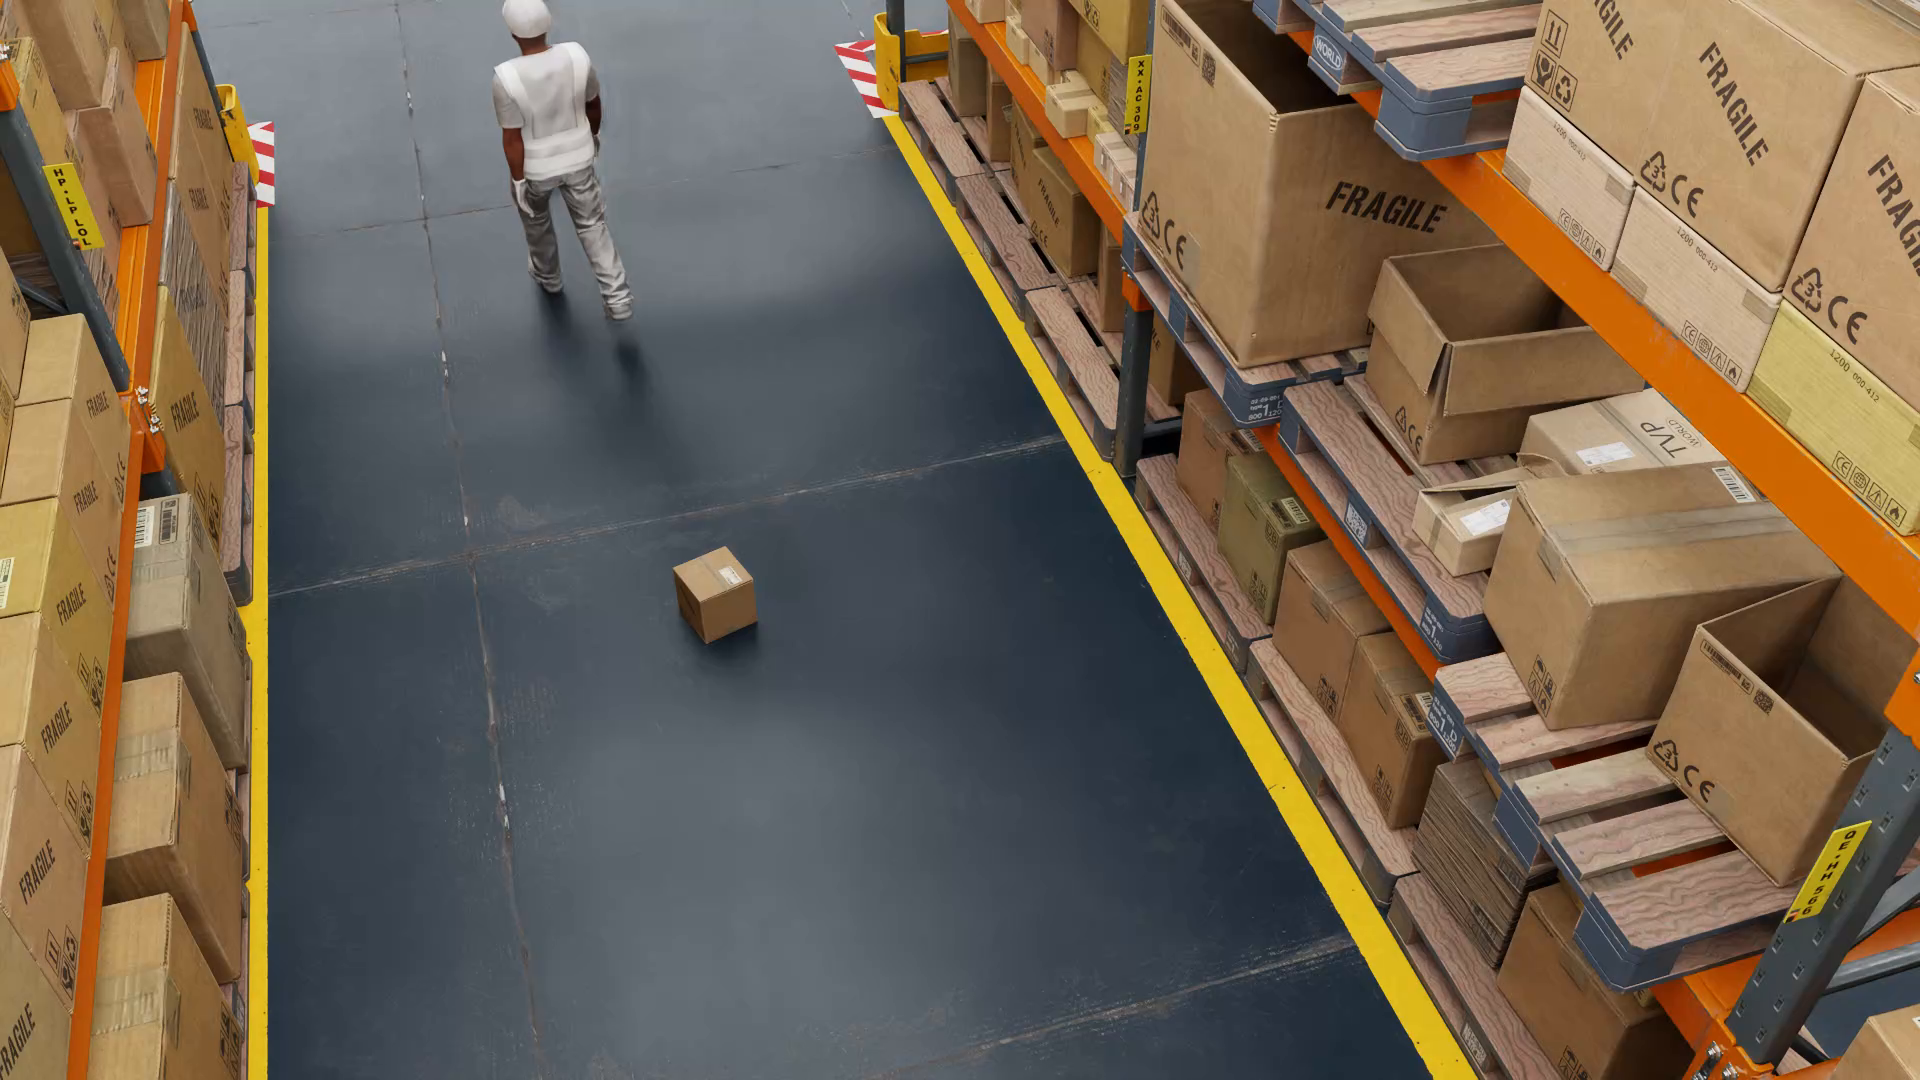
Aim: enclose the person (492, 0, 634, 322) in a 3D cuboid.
[{"bbox_3d":[-2.003,-1.899,8.264,0.548,1.749,0.971,-21,46,-22],"label":"person"}]
